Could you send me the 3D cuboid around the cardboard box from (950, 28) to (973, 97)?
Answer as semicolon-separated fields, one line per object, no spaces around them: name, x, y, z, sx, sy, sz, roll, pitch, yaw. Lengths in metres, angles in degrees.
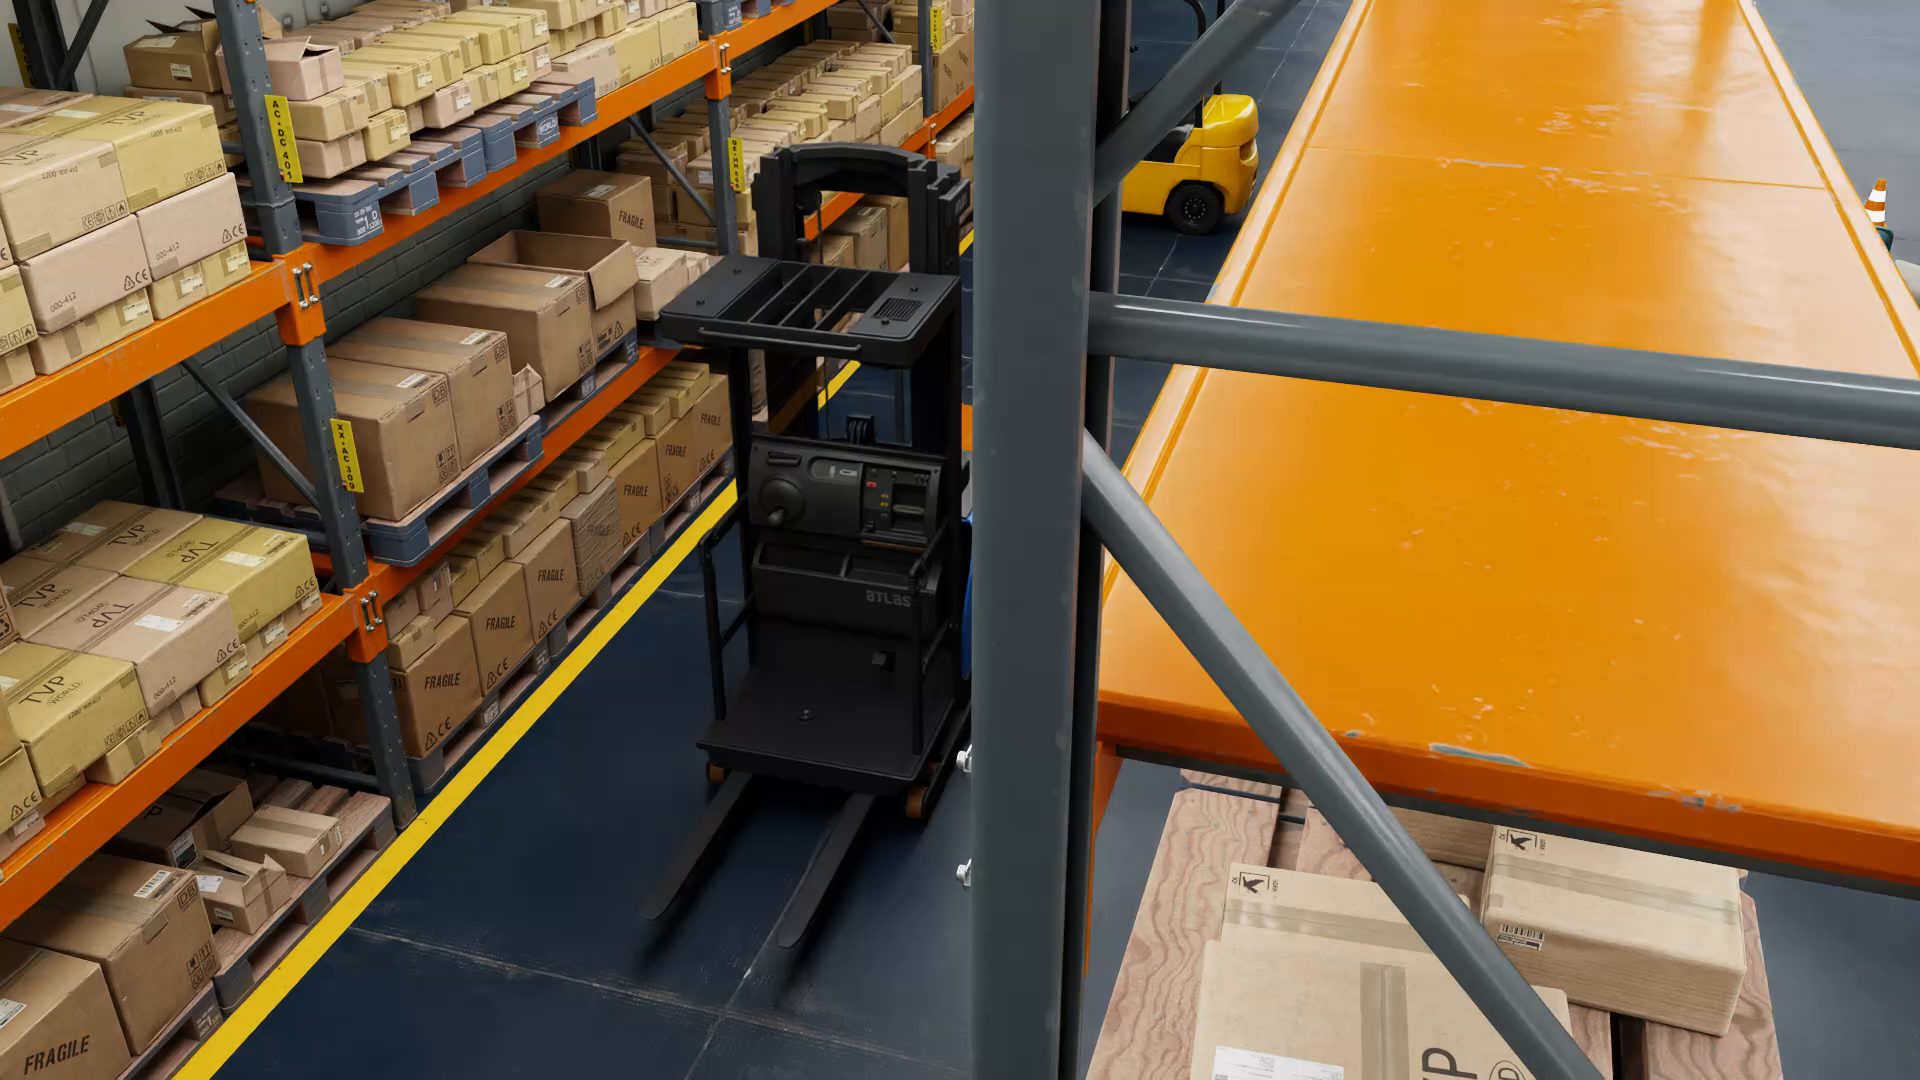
cardboard box;-0.203;-4.219;14.645;0.500;0.500;0.500;9;30;16

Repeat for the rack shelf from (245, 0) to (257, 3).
rack shelf;-2.481;-3.106;7.728;1.077;0.370;4.000;8;30;15

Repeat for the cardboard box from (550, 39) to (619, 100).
cardboard box;-2.106;-2.409;8.563;0.500;0.250;0.500;9;30;15

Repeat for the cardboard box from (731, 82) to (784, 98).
cardboard box;-1.520;-3.254;12.244;0.380;0.149;0.250;9;30;15

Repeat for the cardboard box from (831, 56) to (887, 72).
cardboard box;-0.788;-3.670;12.991;0.380;0.149;0.250;8;30;15

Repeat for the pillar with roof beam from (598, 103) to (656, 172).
pillar with roof beam;1.743;-4.645;9.343;9.100;9.000;0.400;8;30;15

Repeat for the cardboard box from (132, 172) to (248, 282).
cardboard box;-2.970;-1.159;6.011;0.500;0.250;0.500;9;30;15

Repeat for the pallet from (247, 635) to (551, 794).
pallet;-2.865;0.791;8.611;1.003;0.211;1.213;8;30;15

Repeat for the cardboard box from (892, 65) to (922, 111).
cardboard box;-0.619;-3.650;13.366;0.500;0.250;0.500;8;30;14

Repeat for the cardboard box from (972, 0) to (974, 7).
cardboard box;-0.062;-4.808;14.732;0.380;0.149;0.250;8;30;14

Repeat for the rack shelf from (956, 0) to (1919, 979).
rack shelf;1.091;-0.541;3.116;1.077;0.370;4.000;8;30;15

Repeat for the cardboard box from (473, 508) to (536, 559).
cardboard box;-2.460;-0.048;8.723;0.380;0.149;0.250;8;30;15

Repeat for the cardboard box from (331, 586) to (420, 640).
cardboard box;-2.766;0.314;7.766;0.380;0.149;0.250;8;30;14

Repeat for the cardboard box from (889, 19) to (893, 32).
cardboard box;-0.745;-4.518;14.516;0.380;0.149;0.250;9;30;16

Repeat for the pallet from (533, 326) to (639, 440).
pallet;-2.460;-0.915;9.006;1.003;0.211;1.213;8;30;15

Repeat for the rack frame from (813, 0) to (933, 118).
rack frame;-0.720;-3.762;13.927;1.000;3.000;0.127;8;30;15

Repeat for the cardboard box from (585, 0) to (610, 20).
cardboard box;-2.021;-2.765;8.487;0.380;0.149;0.250;8;30;14

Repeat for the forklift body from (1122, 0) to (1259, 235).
forklift body;1.642;-4.108;15.422;2.313;2.155;1.214;8;30;15

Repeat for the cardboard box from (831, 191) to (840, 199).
cardboard box;-1.079;-2.723;12.213;0.500;0.250;0.500;9;30;16

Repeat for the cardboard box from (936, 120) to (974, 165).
cardboard box;-0.118;-3.597;14.998;0.500;0.250;0.500;9;30;15

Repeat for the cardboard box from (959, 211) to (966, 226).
cardboard box;-0.261;-2.921;14.812;0.500;0.250;0.500;9;30;15

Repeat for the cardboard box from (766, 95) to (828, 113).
cardboard box;-1.166;-3.072;11.917;0.380;0.149;0.250;8;30;15

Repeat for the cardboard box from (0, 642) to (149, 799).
cardboard box;-3.276;0.628;5.884;0.500;0.250;0.500;8;30;15

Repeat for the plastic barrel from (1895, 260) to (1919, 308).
plastic barrel;7.655;-2.016;13.439;0.421;0.421;0.512;-17;34;-28

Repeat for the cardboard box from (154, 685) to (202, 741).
cardboard box;-3.132;0.616;6.315;0.380;0.149;0.250;9;30;16

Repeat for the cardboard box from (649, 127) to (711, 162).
cardboard box;-1.887;-2.659;11.175;0.380;0.149;0.250;8;30;15

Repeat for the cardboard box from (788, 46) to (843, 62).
cardboard box;-1.157;-3.839;13.295;0.380;0.149;0.250;7;30;13

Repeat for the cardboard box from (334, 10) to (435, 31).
cardboard box;-2.663;-2.352;7.724;0.380;0.149;0.250;9;30;15

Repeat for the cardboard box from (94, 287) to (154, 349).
cardboard box;-3.053;-0.799;5.773;0.380;0.149;0.250;10;30;17

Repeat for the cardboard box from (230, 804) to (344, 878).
cardboard box;-2.950;1.319;7.294;0.380;0.149;0.250;8;30;13

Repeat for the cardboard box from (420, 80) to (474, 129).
cardboard box;-2.354;-1.907;7.230;0.380;0.149;0.250;9;30;16

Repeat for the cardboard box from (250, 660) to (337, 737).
cardboard box;-3.206;0.594;8.235;0.500;0.500;0.500;8;30;15

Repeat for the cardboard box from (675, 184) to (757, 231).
cardboard box;-1.506;-2.224;10.802;0.500;0.250;0.500;8;30;15

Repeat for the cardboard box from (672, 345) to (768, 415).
cardboard box;-1.697;-1.337;11.578;0.875;0.625;0.625;9;30;16

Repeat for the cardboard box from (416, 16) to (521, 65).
cardboard box;-2.248;-2.287;7.608;0.380;0.149;0.250;9;30;15

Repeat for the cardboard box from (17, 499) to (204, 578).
cardboard box;-3.471;0.083;6.863;0.500;0.250;0.500;8;30;14

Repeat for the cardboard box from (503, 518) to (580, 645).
cardboard box;-2.413;0.192;8.959;0.500;0.500;0.500;8;30;13

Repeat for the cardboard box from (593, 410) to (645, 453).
cardboard box;-2.087;-0.648;9.802;0.380;0.149;0.250;9;30;16

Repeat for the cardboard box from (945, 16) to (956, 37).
cardboard box;-0.250;-4.445;14.385;0.380;0.149;0.250;8;30;15

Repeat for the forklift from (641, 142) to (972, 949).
forklift;-0.598;-0.170;7.541;1.130;2.935;3.031;8;30;14

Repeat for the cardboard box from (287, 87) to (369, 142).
cardboard box;-2.561;-1.678;6.514;0.380;0.149;0.250;9;30;16

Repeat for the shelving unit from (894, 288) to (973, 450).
shelving unit;0.022;-0.691;9.949;0.587;1.500;1.083;8;30;15

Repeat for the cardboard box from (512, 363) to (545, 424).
cardboard box;-2.293;-0.760;8.236;0.396;0.266;0.258;10;31;17

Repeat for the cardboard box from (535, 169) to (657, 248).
cardboard box;-2.194;-1.913;10.069;0.500;0.500;0.500;10;31;17

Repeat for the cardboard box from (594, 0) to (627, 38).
cardboard box;-1.995;-2.765;8.794;0.380;0.149;0.250;8;30;15

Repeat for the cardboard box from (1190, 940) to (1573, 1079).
cardboard box;0.550;0.827;2.212;0.500;0.250;0.500;6;30;10

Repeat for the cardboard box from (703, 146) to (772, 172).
cardboard box;-1.441;-2.460;10.817;0.380;0.149;0.250;9;30;16

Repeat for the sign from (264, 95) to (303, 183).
sign;-2.547;-1.507;6.256;0.100;0.325;0.005;8;30;15

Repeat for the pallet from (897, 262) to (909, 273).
pallet;-0.898;-2.195;13.979;1.003;0.211;1.213;8;30;15
